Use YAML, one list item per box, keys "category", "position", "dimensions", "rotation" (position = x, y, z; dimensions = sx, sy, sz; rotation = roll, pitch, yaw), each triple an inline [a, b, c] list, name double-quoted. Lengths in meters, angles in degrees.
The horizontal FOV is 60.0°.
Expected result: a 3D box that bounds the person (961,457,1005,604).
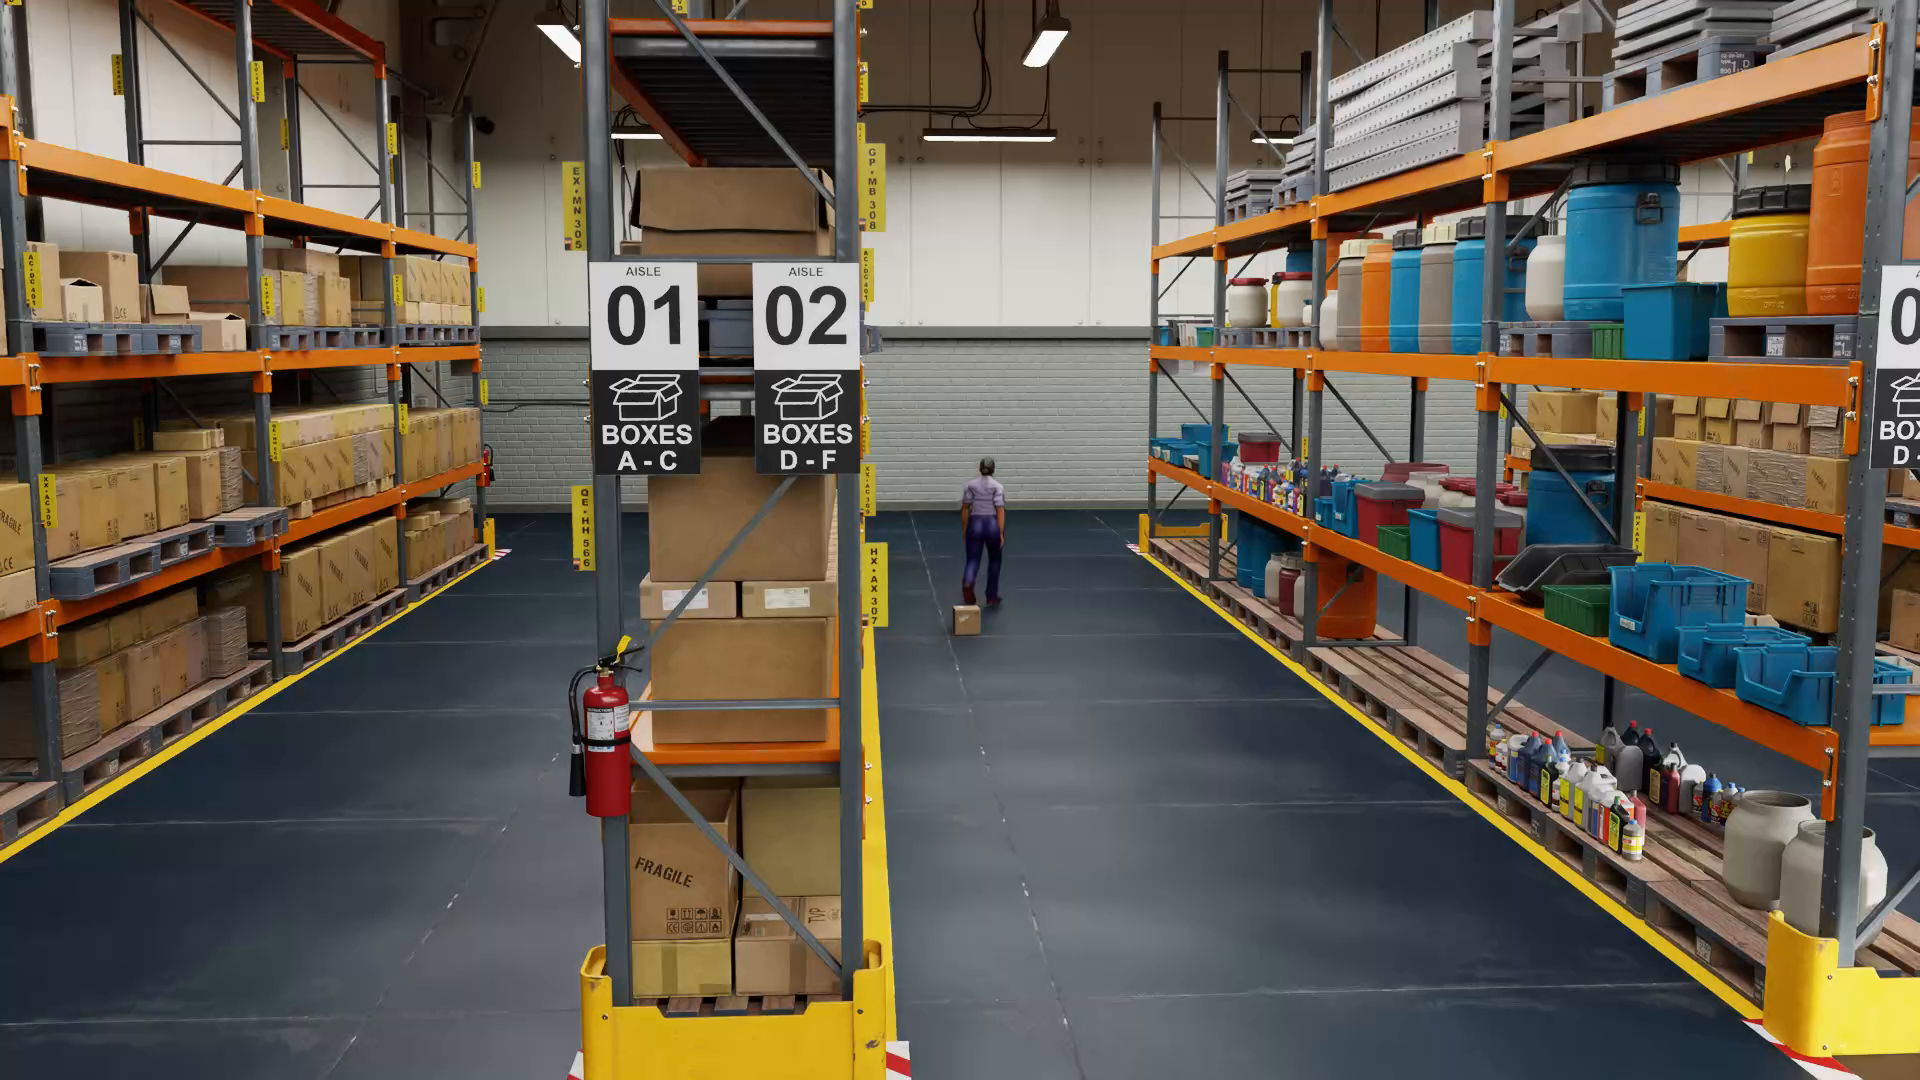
- category: "person"
  position: [0.238, -0.089, 17.945]
  dimensions: [0.488, 1.610, 0.800]
  rotation: [2, 7, 14]
